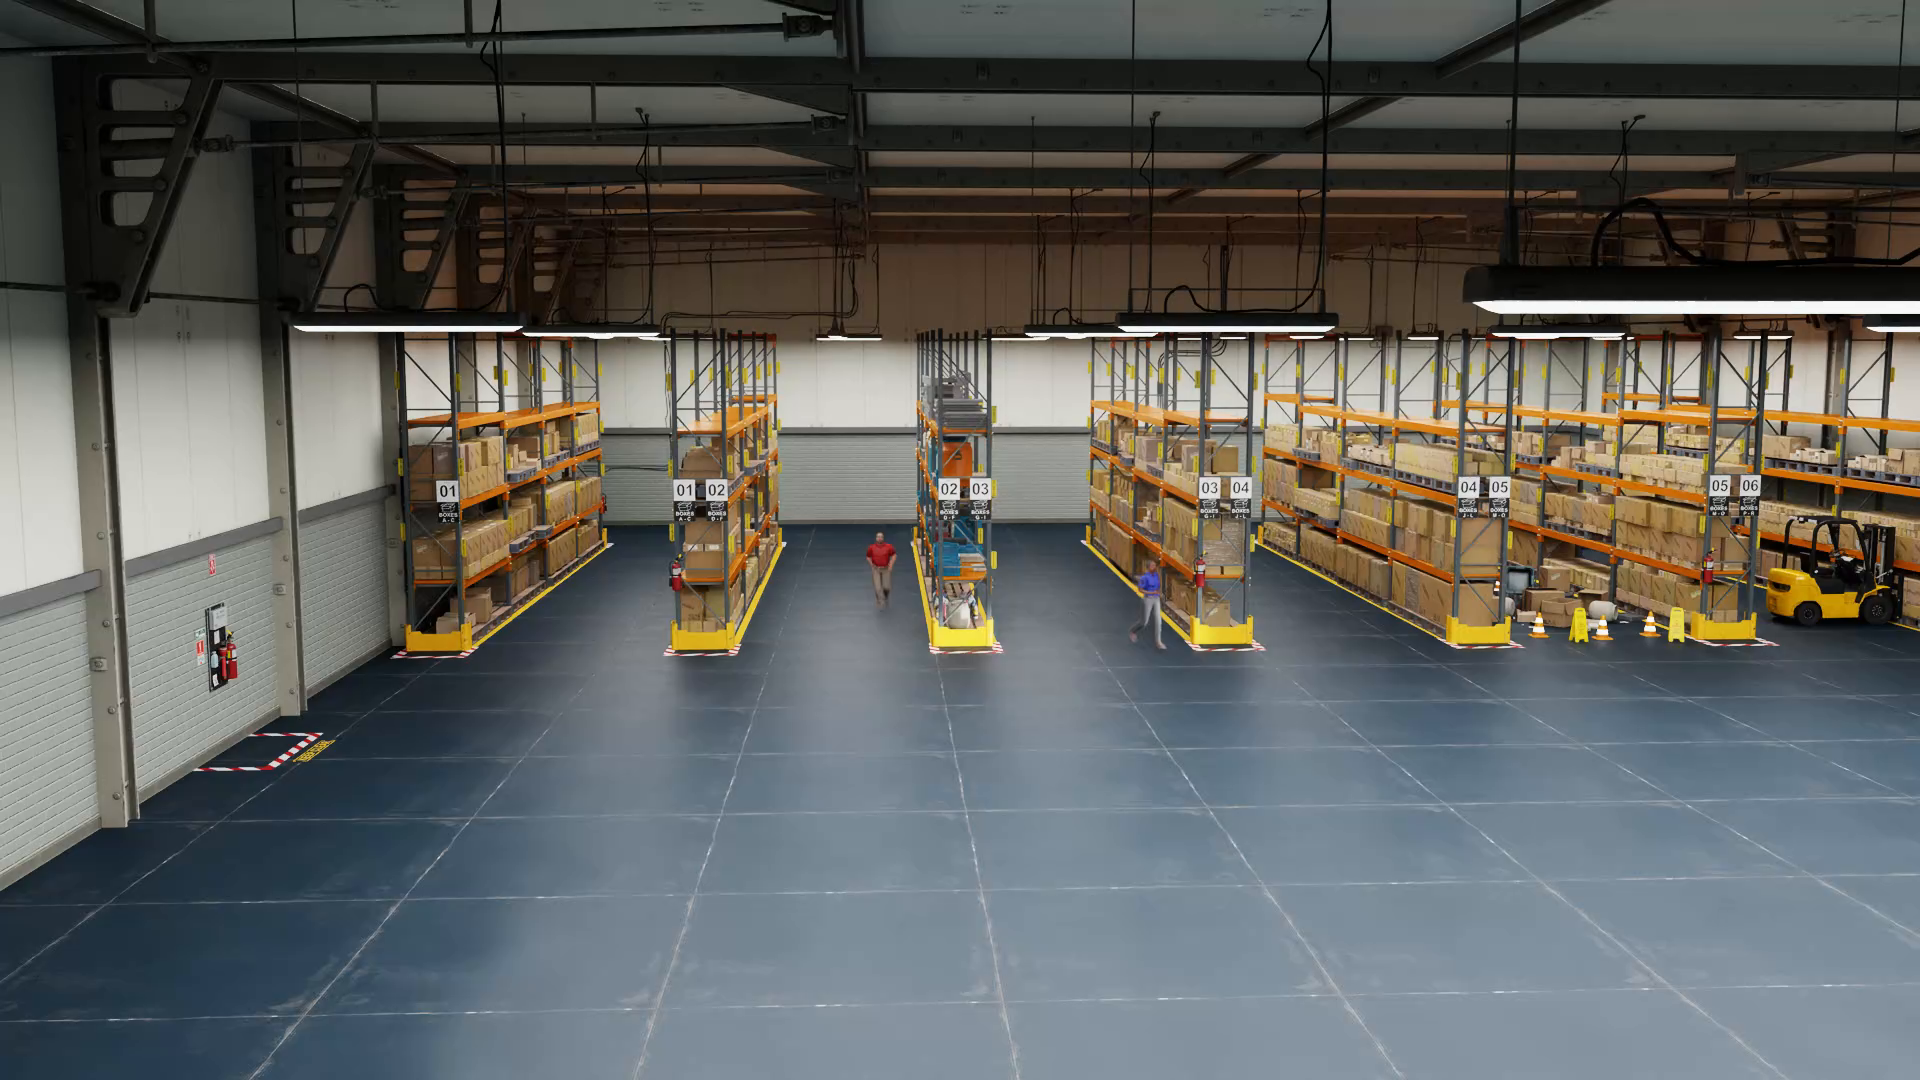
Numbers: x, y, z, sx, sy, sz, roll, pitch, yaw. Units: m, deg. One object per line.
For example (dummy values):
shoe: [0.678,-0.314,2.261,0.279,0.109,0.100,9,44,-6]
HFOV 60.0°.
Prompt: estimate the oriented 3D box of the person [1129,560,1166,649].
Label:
person: [3.603,1.193,31.456,0.607,1.632,0.913,-4,8,-34]

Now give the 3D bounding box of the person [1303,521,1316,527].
person: [10.181,-0.852,48.683,0.760,1.692,0.549,-5,8,-35]

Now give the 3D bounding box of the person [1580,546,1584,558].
person: [15.794,-0.055,42.308,0.615,1.602,0.727,0,7,-4]

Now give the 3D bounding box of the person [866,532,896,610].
person: [-1.698,0.676,35.712,0.638,1.681,0.586,0,7,1]
